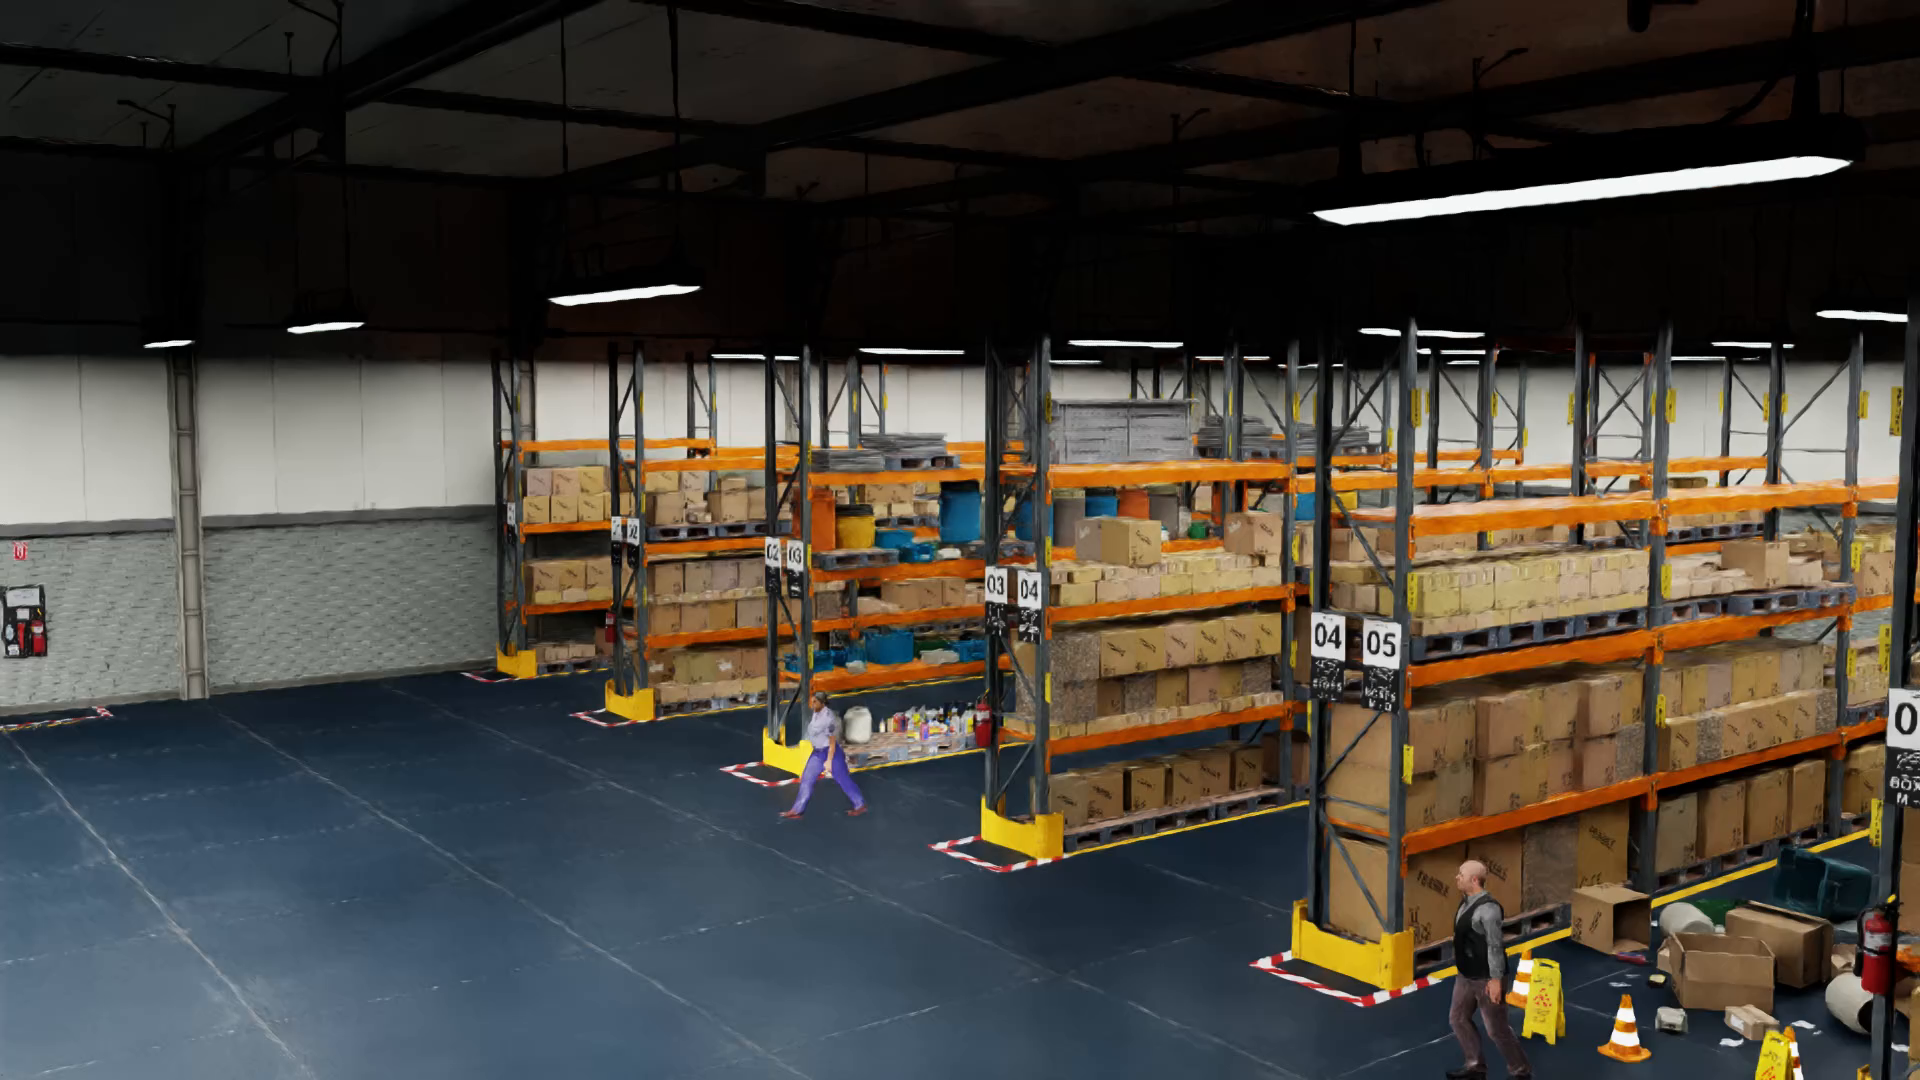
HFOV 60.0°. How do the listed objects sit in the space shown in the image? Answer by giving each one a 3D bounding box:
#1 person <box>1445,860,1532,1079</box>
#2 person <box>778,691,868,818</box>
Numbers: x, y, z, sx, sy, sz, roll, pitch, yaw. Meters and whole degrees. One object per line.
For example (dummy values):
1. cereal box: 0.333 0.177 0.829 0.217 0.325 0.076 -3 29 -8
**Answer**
1. person: 3.980 3.238 12.438 0.590 1.703 0.626 0 5 -3
2. person: -1.640 2.598 20.171 1.094 1.565 0.481 -3 6 -34
